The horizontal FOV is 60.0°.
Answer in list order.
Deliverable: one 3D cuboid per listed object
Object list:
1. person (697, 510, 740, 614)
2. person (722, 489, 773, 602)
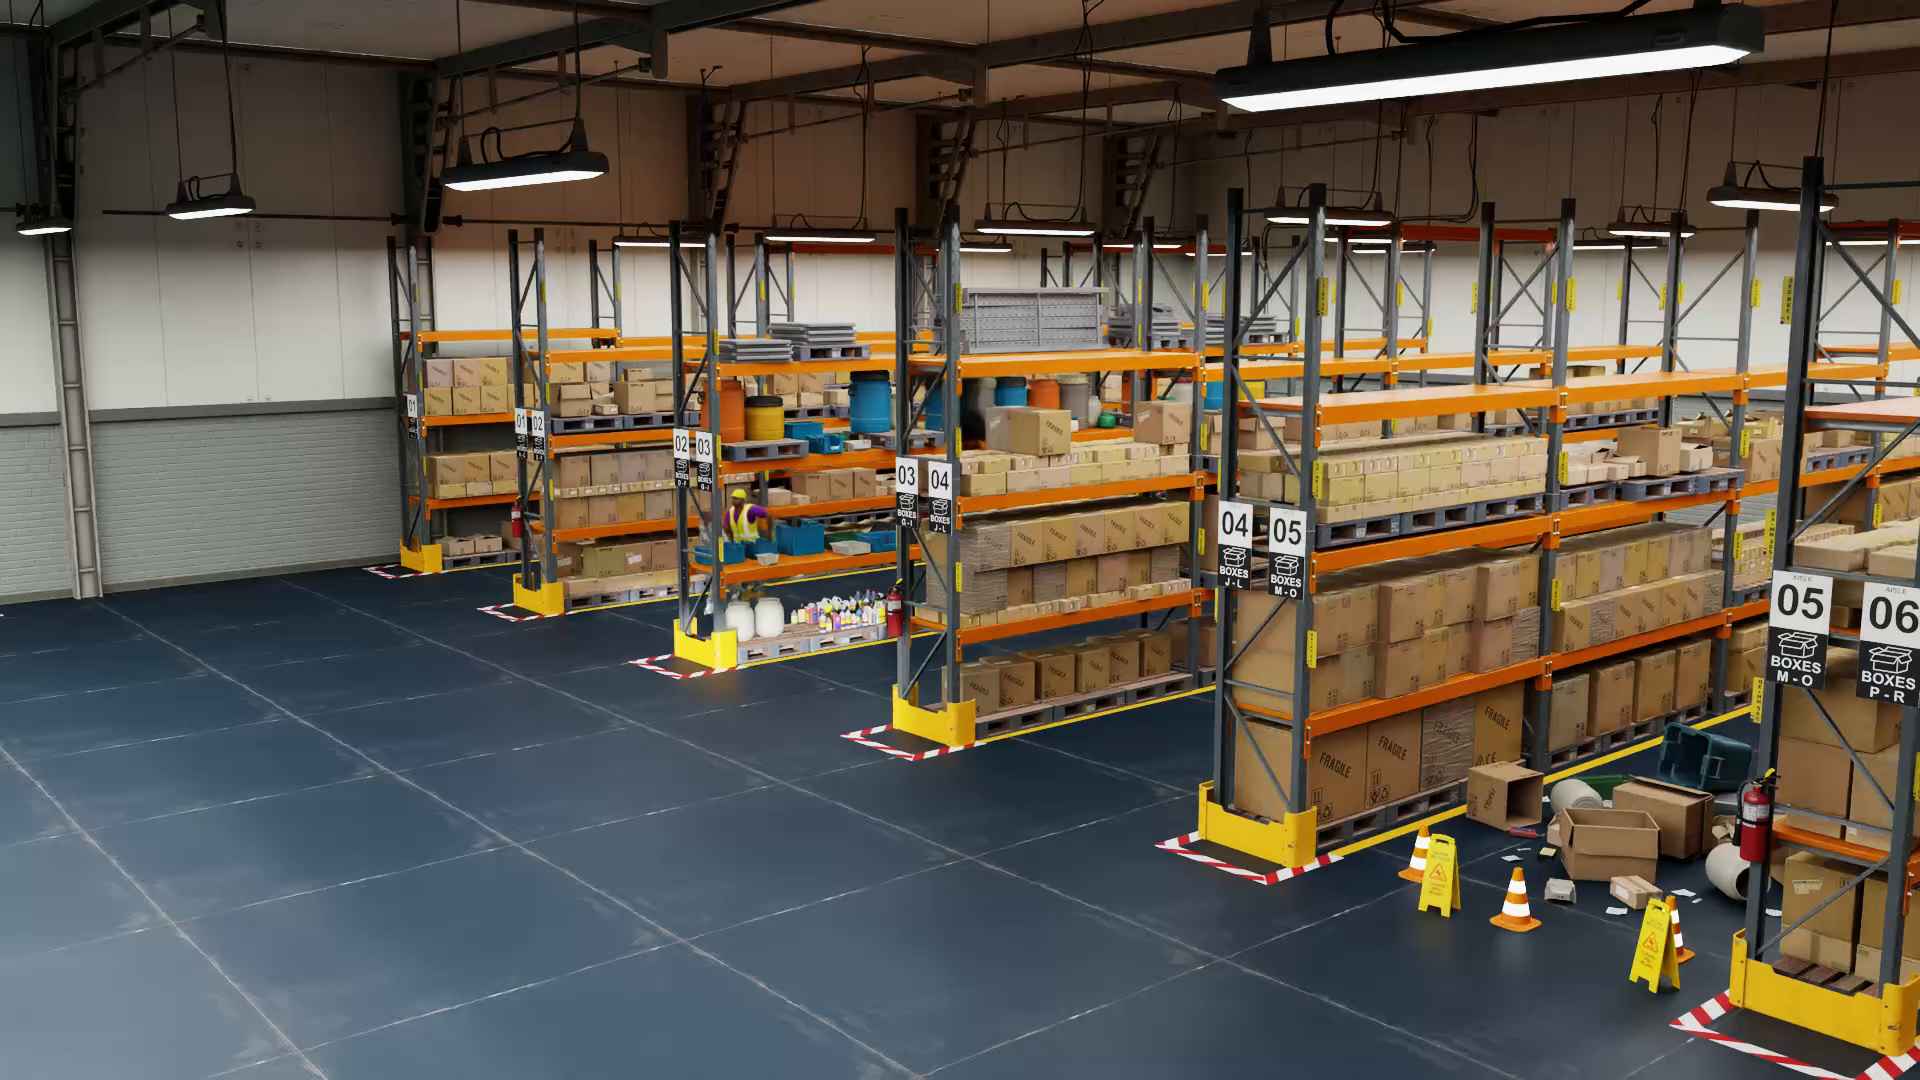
[{"bbox_3d":[-3.658,0.286,25.148,0.557,1.568,0.806,7,11,38],"label":"person"},{"bbox_3d":[-3.311,0.104,25.574,0.735,1.803,0.782,7,11,37],"label":"person"}]
